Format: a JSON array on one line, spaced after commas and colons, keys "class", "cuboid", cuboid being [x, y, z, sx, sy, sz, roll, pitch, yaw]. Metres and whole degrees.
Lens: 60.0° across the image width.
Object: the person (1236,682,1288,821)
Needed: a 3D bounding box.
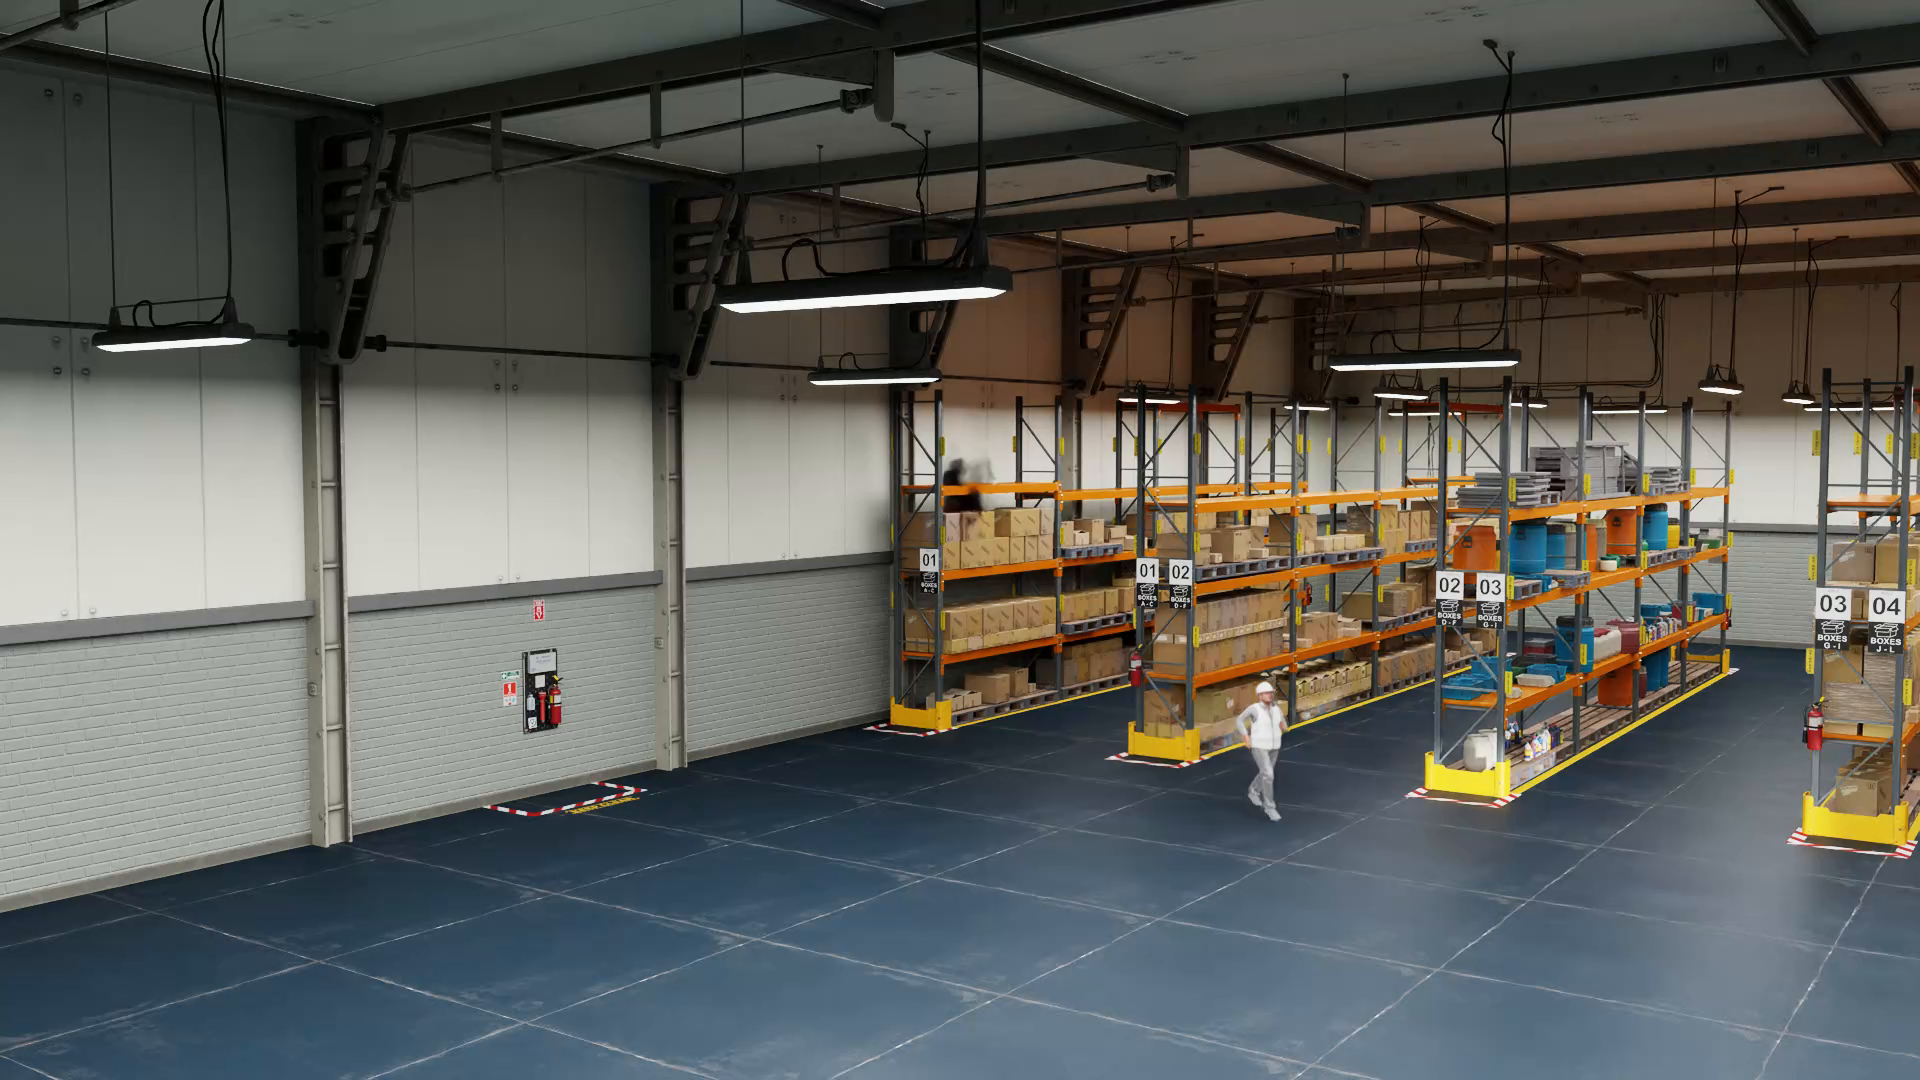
[{"class": "person", "cuboid": [4.139, 2.832, 22.578, 0.641, 1.809, 0.868, -2, 4, -28]}]
